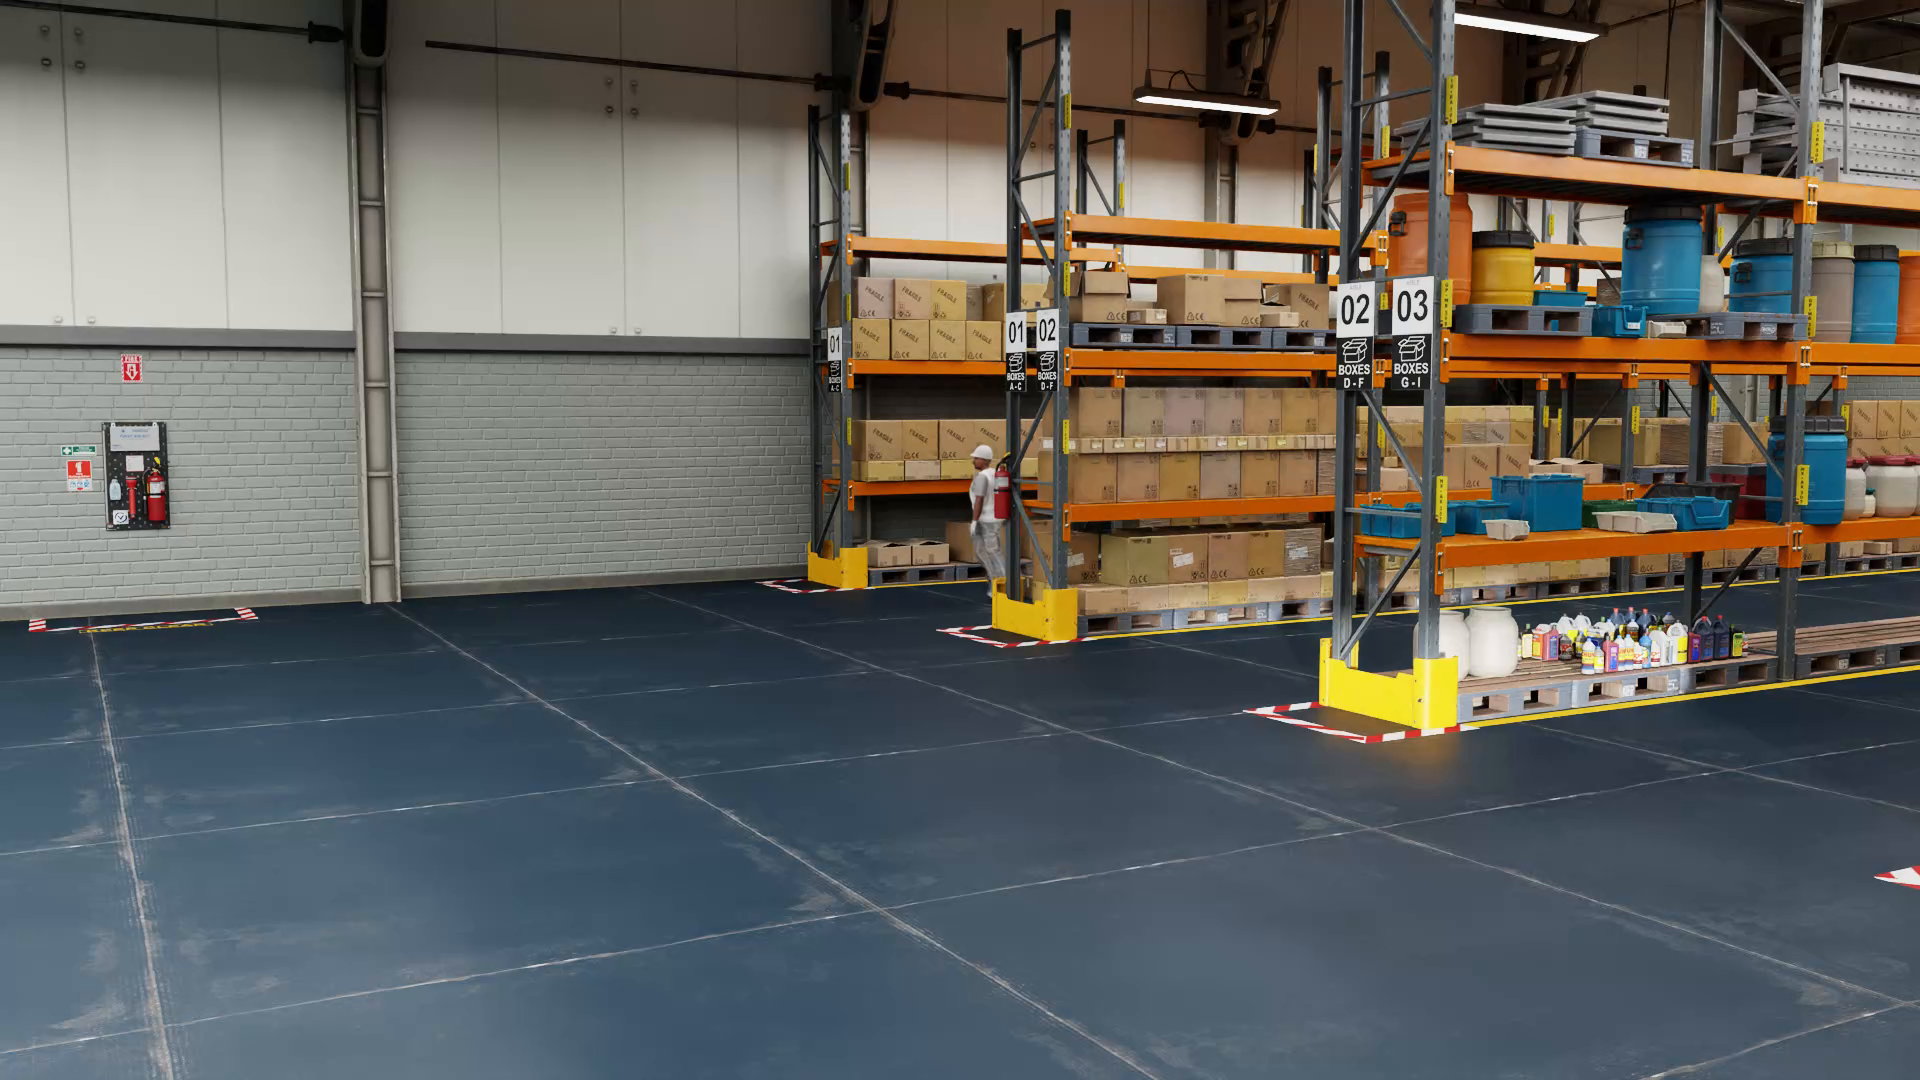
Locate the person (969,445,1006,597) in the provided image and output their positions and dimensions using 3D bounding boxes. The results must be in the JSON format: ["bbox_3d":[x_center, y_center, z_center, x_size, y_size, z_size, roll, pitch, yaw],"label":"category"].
[{"bbox_3d":[0.355,-0.210,19.226,0.519,1.763,0.619,1,5,17],"label":"person"}]
